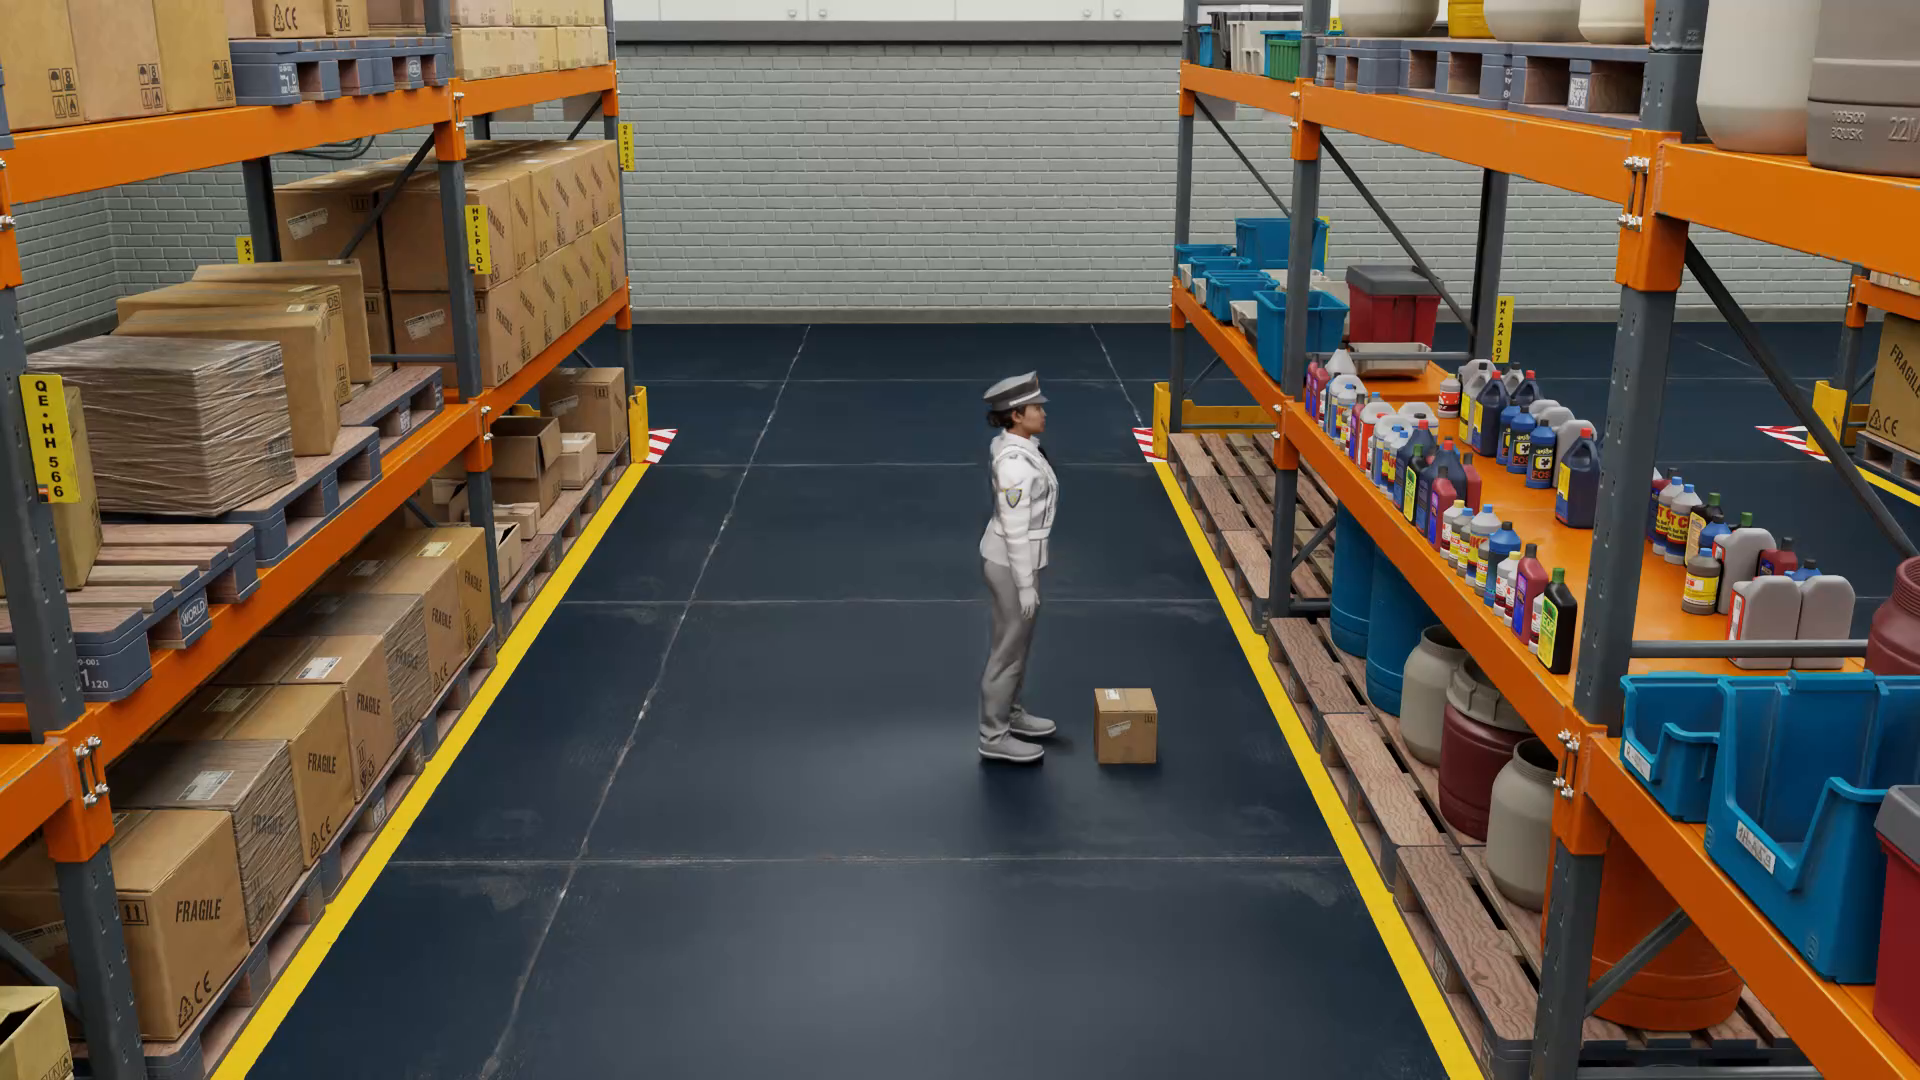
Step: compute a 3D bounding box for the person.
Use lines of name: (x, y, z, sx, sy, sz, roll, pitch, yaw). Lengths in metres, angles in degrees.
person: (0.255, 0.110, 7.063, 0.356, 1.689, 0.507, 0, 17, -1)
